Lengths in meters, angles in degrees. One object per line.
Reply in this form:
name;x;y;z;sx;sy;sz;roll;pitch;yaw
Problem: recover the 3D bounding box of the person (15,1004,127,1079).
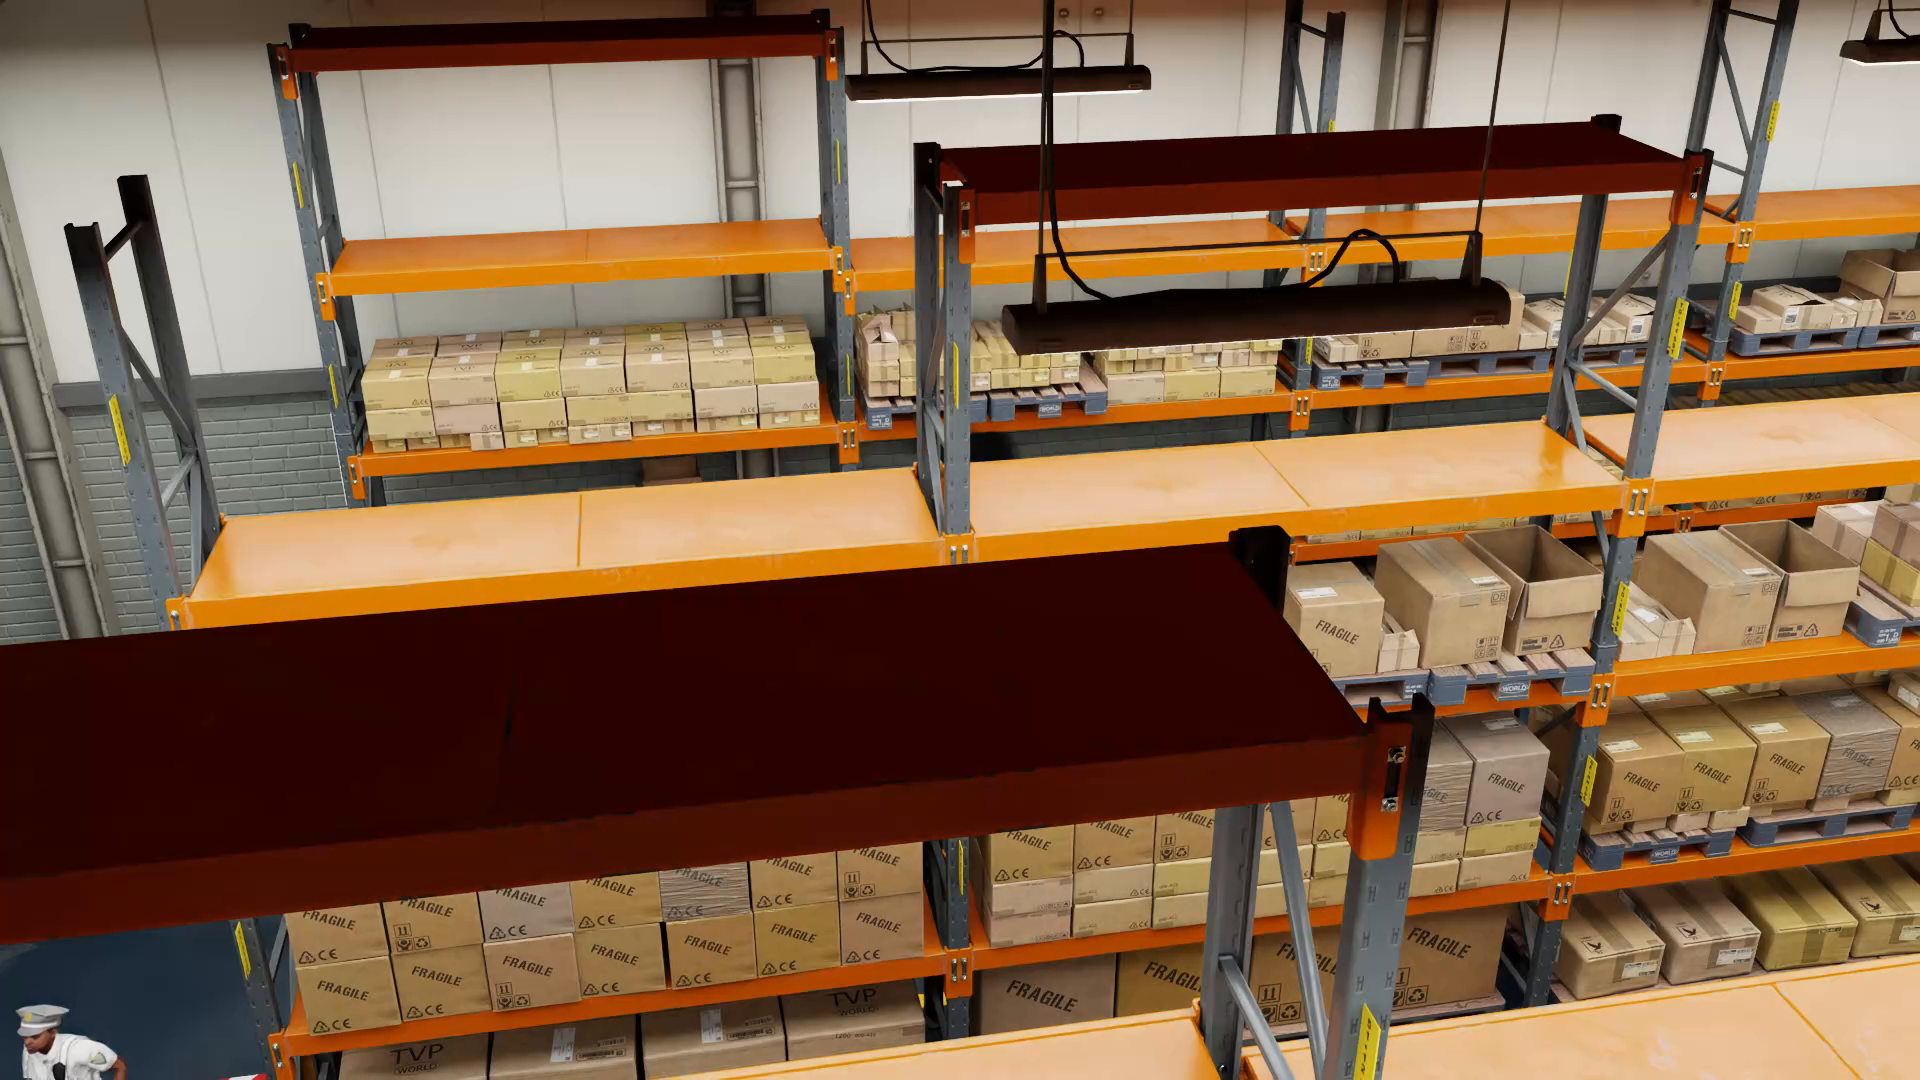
person;-5.068;3.296;9.607;0.583;1.675;0.635;4;26;8
